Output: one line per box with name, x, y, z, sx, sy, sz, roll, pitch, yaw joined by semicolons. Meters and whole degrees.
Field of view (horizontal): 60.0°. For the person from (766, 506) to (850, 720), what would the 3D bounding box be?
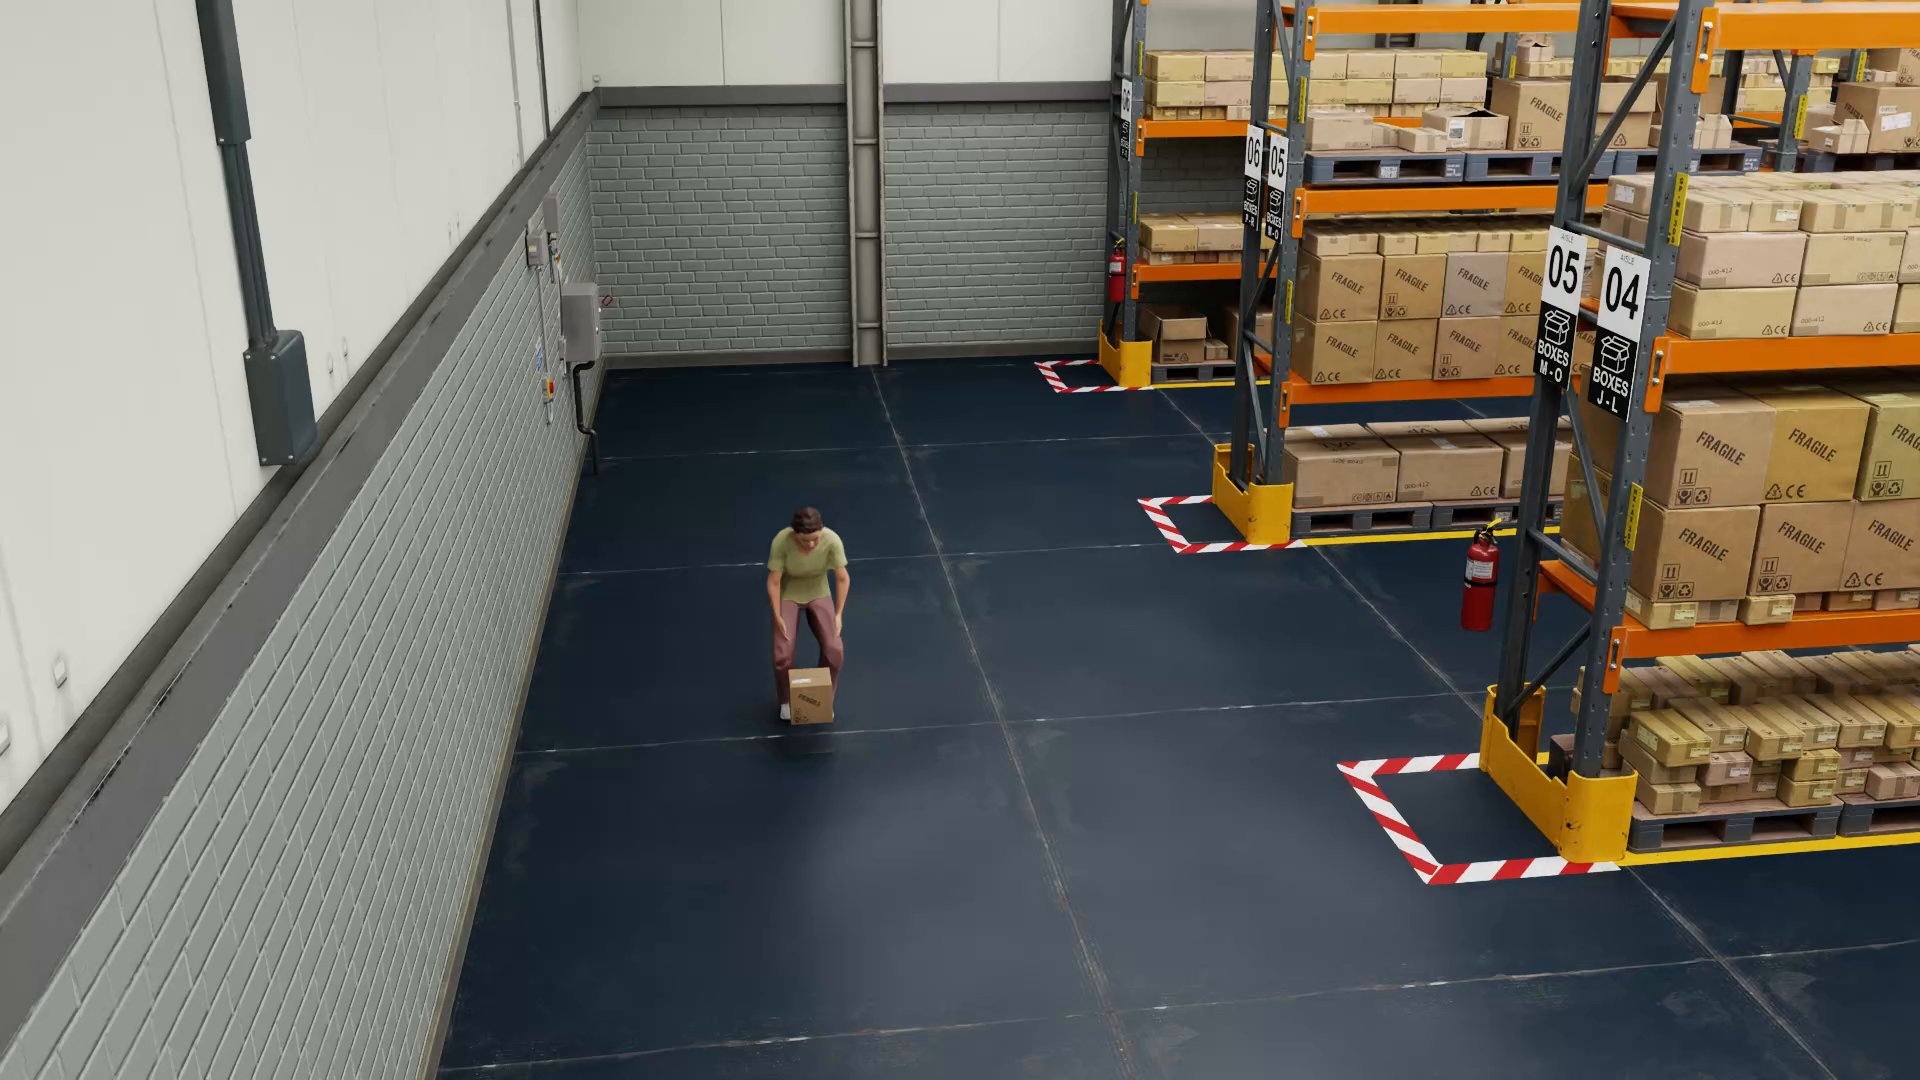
person;-0.934;0.420;10.273;0.507;1.444;0.595;-3;20;-7
